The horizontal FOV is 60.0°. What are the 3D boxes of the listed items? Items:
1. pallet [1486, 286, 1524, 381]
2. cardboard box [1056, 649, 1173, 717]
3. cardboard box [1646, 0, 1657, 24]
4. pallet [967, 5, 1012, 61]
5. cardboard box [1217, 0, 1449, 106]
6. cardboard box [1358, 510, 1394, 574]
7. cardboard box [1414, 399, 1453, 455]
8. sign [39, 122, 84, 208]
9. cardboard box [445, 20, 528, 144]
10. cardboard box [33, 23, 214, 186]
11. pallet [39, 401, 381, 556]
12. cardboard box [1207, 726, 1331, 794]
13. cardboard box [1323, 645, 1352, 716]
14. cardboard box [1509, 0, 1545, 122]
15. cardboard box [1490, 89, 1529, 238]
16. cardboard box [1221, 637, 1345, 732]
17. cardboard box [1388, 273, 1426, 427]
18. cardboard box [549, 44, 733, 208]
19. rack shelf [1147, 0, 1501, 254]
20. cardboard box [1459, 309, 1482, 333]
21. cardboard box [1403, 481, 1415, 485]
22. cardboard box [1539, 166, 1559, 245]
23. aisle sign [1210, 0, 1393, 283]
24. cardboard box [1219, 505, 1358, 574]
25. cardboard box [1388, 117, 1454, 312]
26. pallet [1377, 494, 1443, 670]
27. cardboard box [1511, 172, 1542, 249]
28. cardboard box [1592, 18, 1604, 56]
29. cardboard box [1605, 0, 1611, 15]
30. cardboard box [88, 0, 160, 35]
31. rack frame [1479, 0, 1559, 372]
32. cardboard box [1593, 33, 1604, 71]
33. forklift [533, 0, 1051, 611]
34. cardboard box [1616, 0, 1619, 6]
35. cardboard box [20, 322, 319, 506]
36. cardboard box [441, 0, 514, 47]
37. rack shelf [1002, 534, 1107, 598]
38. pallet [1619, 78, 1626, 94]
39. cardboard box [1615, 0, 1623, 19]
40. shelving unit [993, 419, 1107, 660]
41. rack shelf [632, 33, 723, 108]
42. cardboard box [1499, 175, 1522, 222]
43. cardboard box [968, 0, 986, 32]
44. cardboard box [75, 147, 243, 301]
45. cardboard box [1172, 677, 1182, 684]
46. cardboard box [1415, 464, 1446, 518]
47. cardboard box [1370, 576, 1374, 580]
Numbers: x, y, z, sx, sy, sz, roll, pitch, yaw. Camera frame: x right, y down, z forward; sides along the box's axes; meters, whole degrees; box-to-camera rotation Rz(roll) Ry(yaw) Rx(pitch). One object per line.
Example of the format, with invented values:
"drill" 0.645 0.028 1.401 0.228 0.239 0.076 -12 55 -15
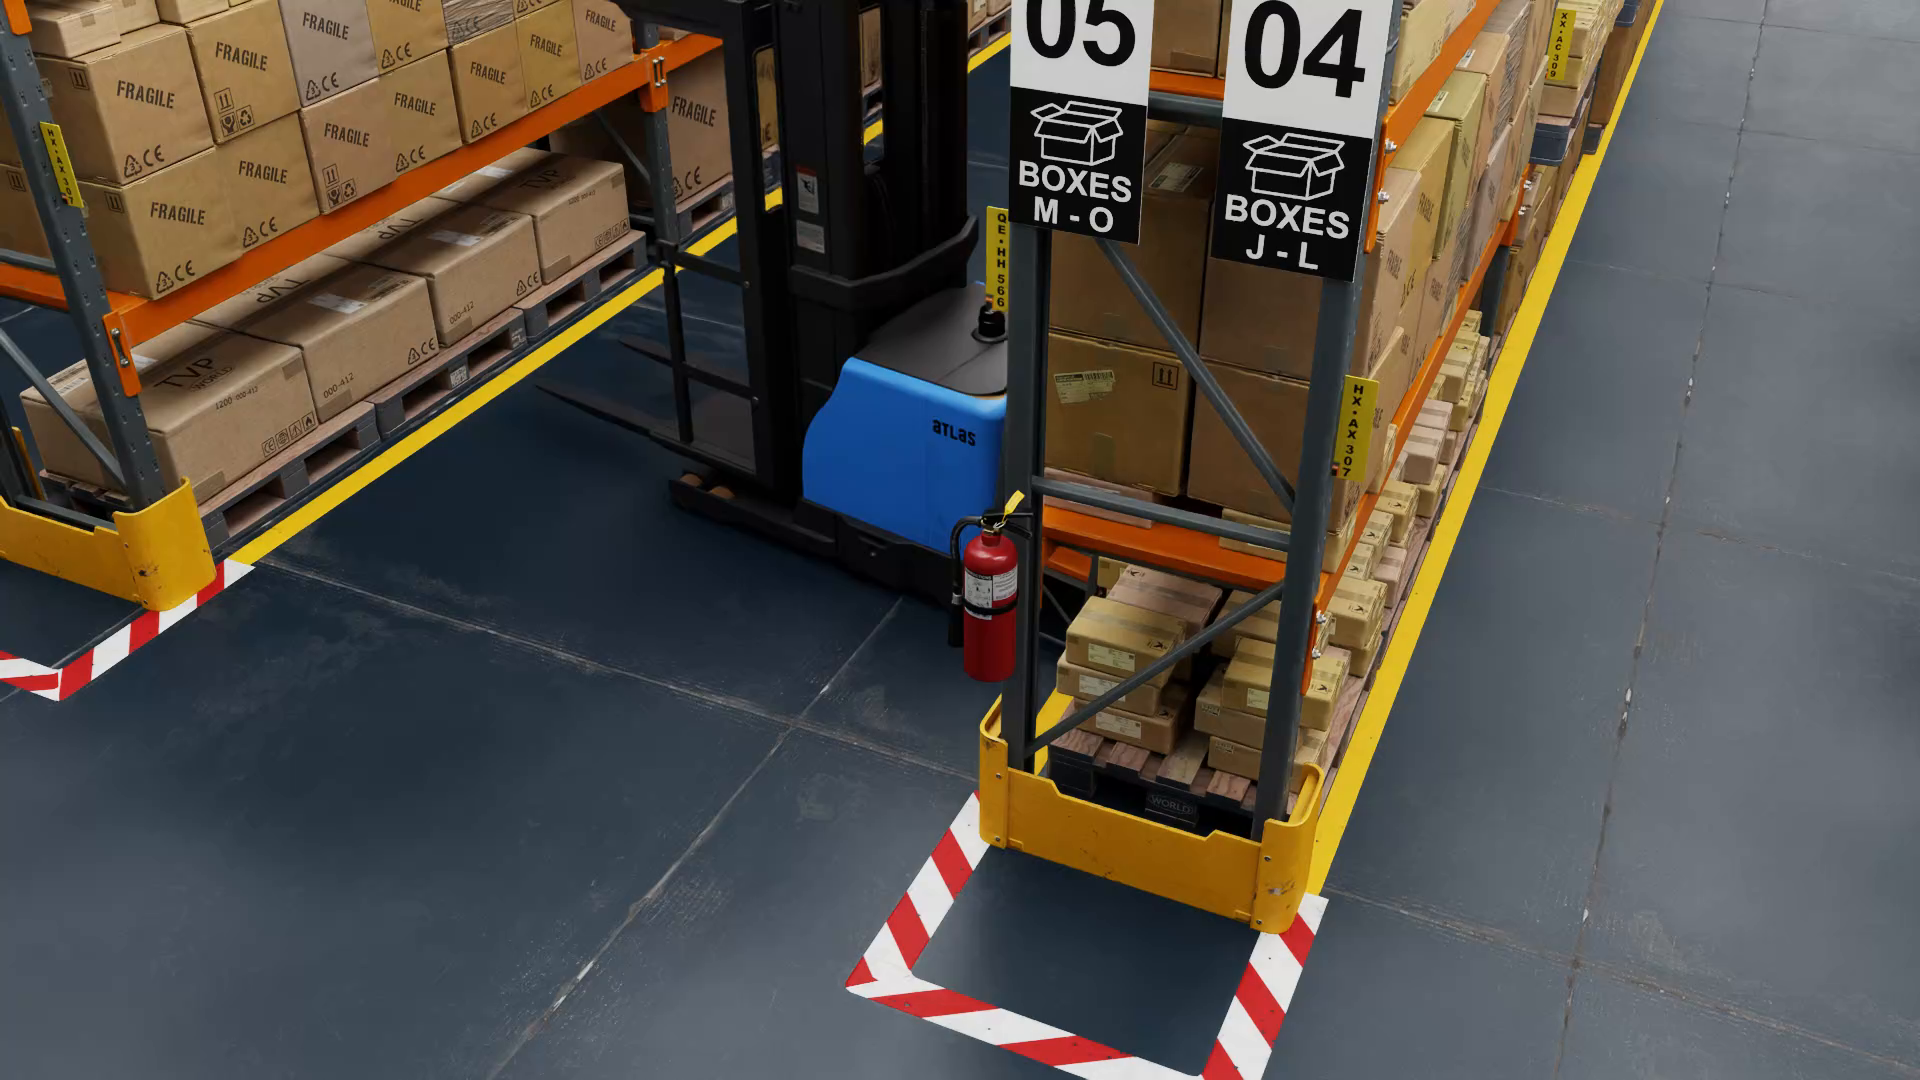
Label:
"pallet" 2.618 -1.289 9.523 1.003 0.211 1.213 14 36 20
"cardboard box" 0.581 0.489 6.214 0.380 0.149 0.250 13 36 19
"cardboard box" 5.462 -4.956 14.241 1.050 0.750 0.750 14 36 20
"pallet" -0.243 -4.367 14.217 1.003 0.211 1.213 14 36 20
"cardboard box" 1.040 -1.431 4.598 0.500 0.250 0.500 15 36 22
"cardboard box" 1.529 -0.029 6.733 0.380 0.149 0.250 16 36 22
"cardboard box" 2.003 -0.532 7.501 0.380 0.149 0.250 12 35 18
"sign" -3.417 -1.425 6.325 0.100 0.325 0.005 14 36 20
"cardboard box" -2.614 -2.393 8.572 0.500 0.500 0.500 14 36 20
"cardboard box" -3.459 -1.793 6.746 0.500 0.500 0.500 13 36 19
"pallet" -3.655 -0.410 8.182 1.003 0.211 1.213 14 36 20
"cardboard box" 1.130 0.755 6.080 0.380 0.149 0.250 15 36 21
"cardboard box" 1.238 0.492 6.209 0.380 0.149 0.250 14 36 20
"cardboard box" 2.131 -2.096 6.937 0.500 0.500 0.500 13 35 19
"cardboard box" 2.129 -1.669 7.197 0.500 0.500 0.500 13 35 19
"cardboard box" 1.148 0.510 5.910 0.380 0.149 0.250 13 35 18
"cardboard box" 1.259 -0.673 5.679 0.500 0.500 0.500 14 36 21
"cardboard box" -2.058 -2.766 10.788 0.875 0.875 0.875 15 36 22
"rack shelf" 1.456 -2.024 6.022 1.077 0.370 4.000 14 36 20
"cardboard box" 2.381 -1.062 8.308 0.380 0.149 0.250 15 36 22
"cardboard box" 1.839 -0.307 7.428 0.380 0.149 0.250 12 35 18
"cardboard box" 3.270 -2.032 10.010 0.500 0.500 0.500 15 36 21
"aisle sign" 0.862 -1.056 4.255 0.394 0.787 0.004 14 36 20
"cardboard box" 1.053 -0.055 5.328 0.380 0.149 0.250 14 36 20
"cardboard box" 1.254 -1.074 5.378 0.500 0.500 0.500 15 36 22
"pallet" 1.535 0.052 7.478 1.003 0.211 1.213 14 36 20
"cardboard box" 2.842 -1.818 9.000 0.500 0.250 0.500 13 35 18
"cardboard box" 3.090 -2.610 8.570 0.380 0.149 0.250 15 36 22
"cardboard box" 3.203 -2.868 8.691 0.380 0.149 0.250 14 36 20
"cardboard box" -3.474 -2.151 6.700 0.380 0.149 0.250 15 36 22
"rack frame" 2.293 -2.067 8.166 1.000 3.000 0.127 14 36 20
"cardboard box" 3.201 -2.616 8.850 0.380 0.149 0.250 15 36 21
"forklift" -0.779 -1.526 7.404 3.031 2.935 1.130 21 39 29
"cardboard box" 3.528 -3.132 9.365 0.380 0.149 0.250 13 36 20
"cardboard box" -3.733 -0.615 7.907 0.875 0.438 0.875 13 35 19
"cardboard box" -2.616 -2.807 8.292 0.500 0.500 0.500 15 36 21
"rack shelf" 0.579 -0.055 7.204 0.538 0.278 1.000 23 39 20
"pallet" 4.877 -3.873 13.465 1.003 0.211 1.213 14 36 20
"cardboard box" 3.636 -3.141 9.650 0.380 0.149 0.250 15 36 22
"shelving unit" 0.604 -0.251 7.059 0.538 1.125 1.048 23 39 20
"rack shelf" -1.408 -3.847 11.538 1.077 0.370 4.000 14 36 20
"cardboard box" 2.378 -1.612 7.702 0.380 0.149 0.250 13 36 19
"cardboard box" -0.326 -4.500 13.890 0.950 0.372 0.625 12 35 17
"cardboard box" -3.457 -1.375 7.020 0.500 0.500 0.500 14 36 20
"cardboard box" 0.666 0.481 6.498 0.380 0.149 0.250 15 36 22
"cardboard box" 2.006 -0.261 7.629 0.380 0.149 0.250 14 36 20
"cardboard box" 1.489 0.229 6.882 0.380 0.149 0.250 14 36 21
